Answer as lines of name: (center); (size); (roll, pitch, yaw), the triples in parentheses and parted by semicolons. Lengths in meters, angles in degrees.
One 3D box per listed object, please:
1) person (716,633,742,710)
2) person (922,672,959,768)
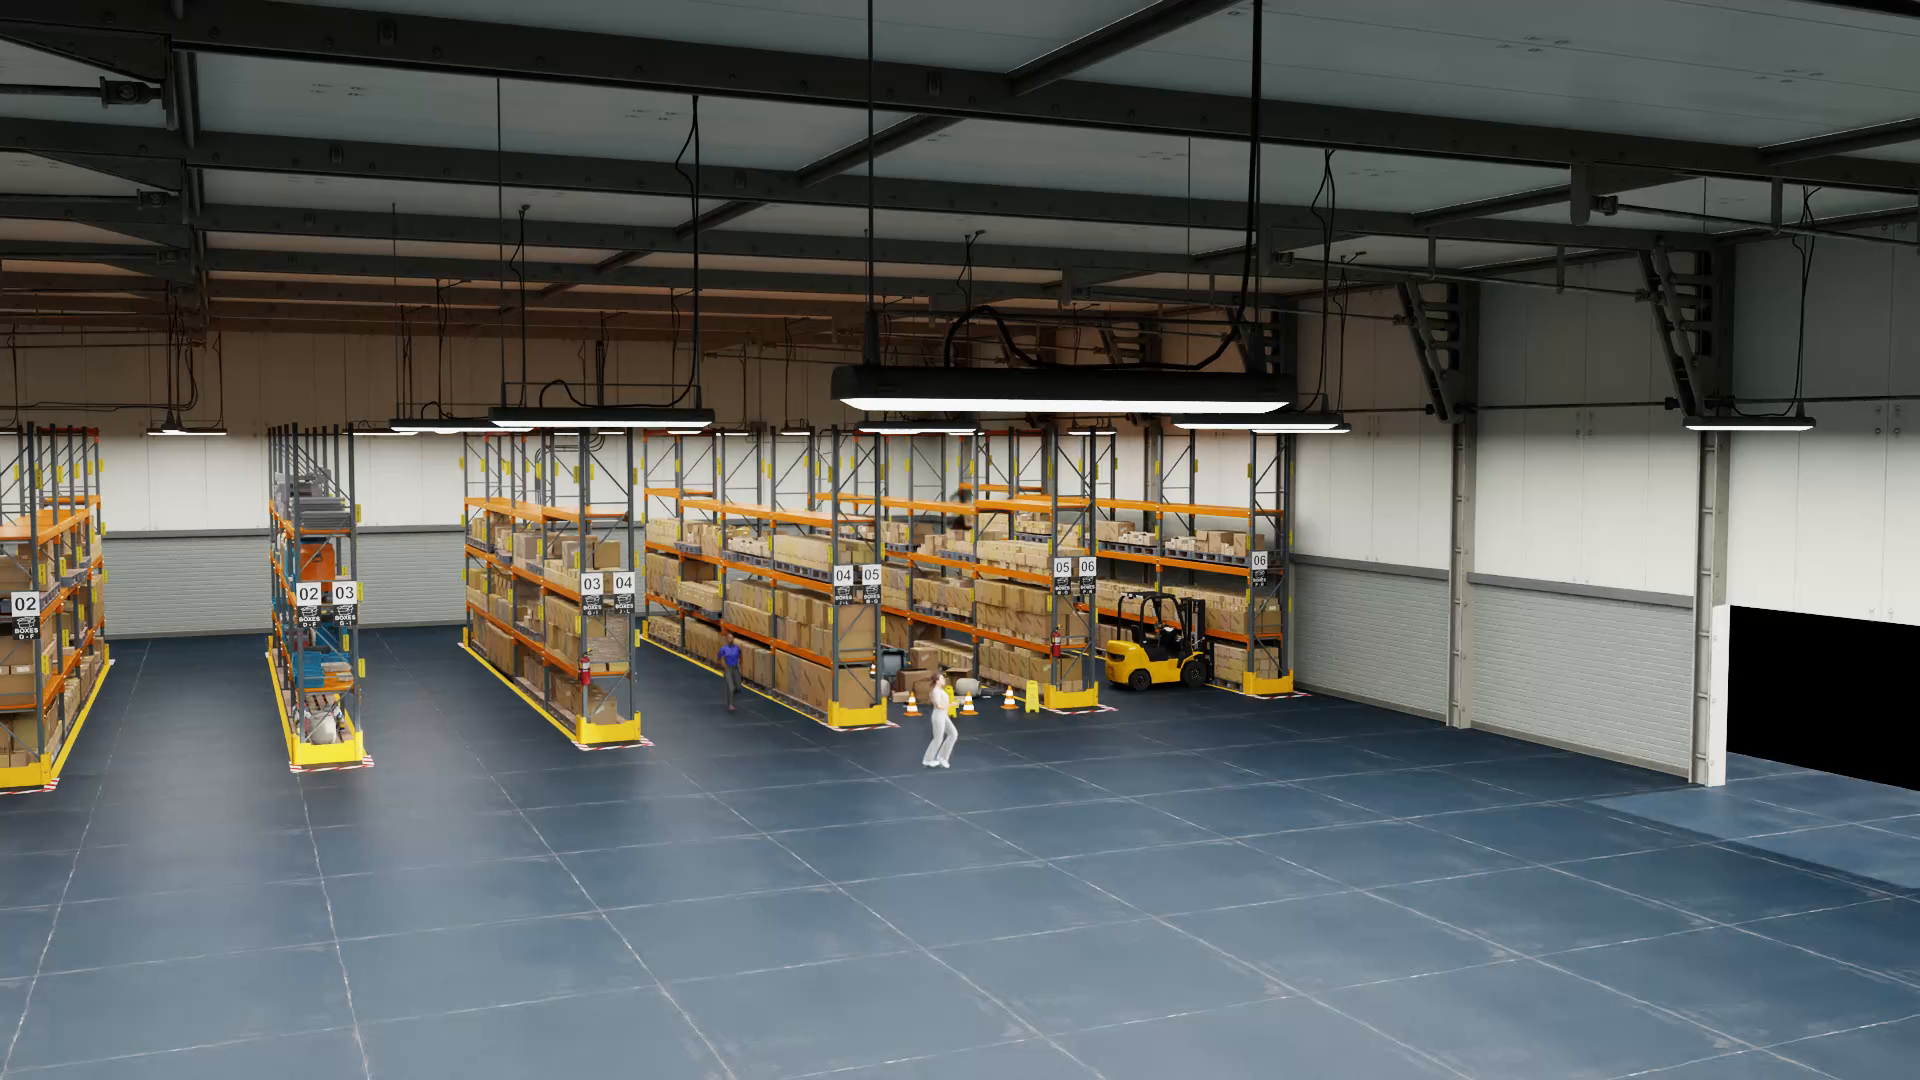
person: (-4.859, 2.772, 35.132); (0.574, 1.602, 0.586); (-2, 4, -28)
person: (-0.323, 3.131, 28.836); (0.663, 1.695, 0.545); (1, 4, 10)
